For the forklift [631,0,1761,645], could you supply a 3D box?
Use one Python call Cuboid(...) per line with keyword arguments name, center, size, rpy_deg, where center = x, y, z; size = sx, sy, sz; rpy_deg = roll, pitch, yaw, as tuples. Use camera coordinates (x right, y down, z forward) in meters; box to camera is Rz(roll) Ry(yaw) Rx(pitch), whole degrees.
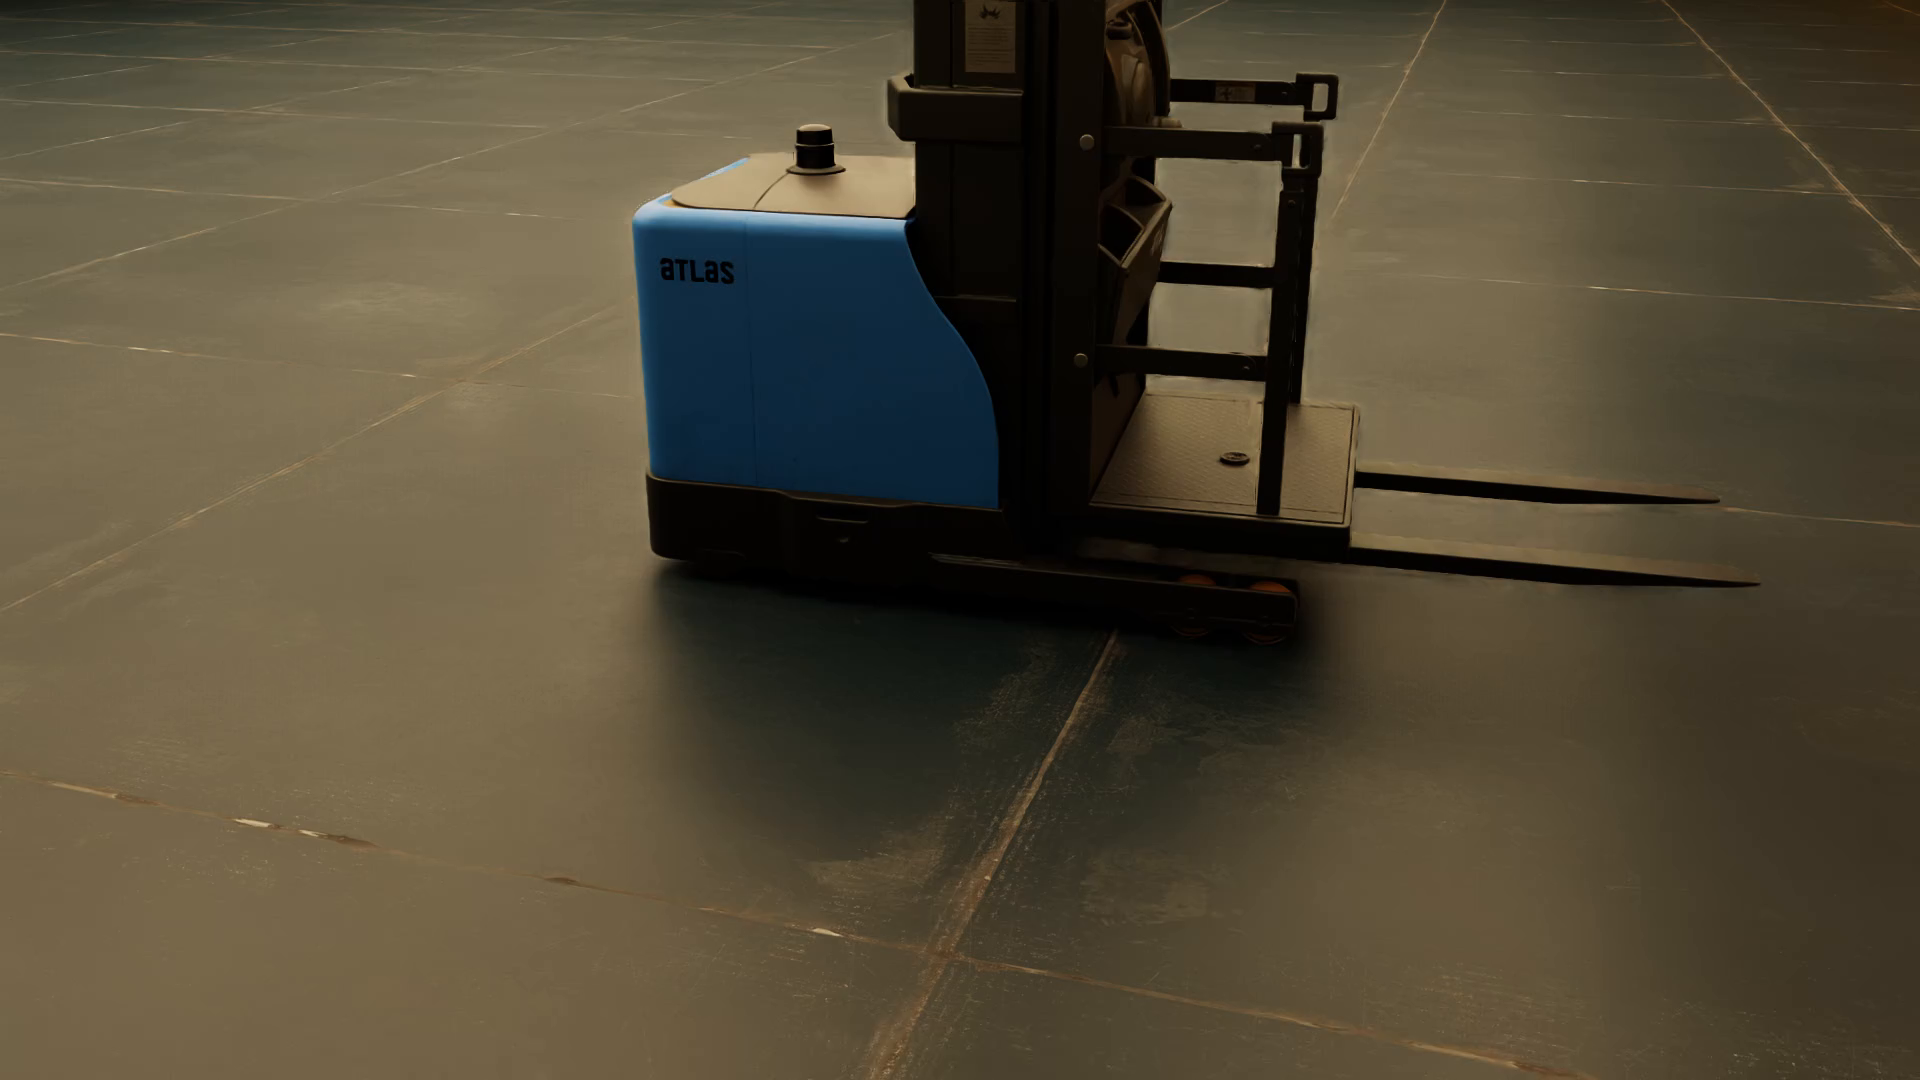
Cuboid(name="forklift", center=(0.665, -1.299, 4.426), size=(3.031, 2.935, 1.130), rpy_deg=(5, 23, 13))
